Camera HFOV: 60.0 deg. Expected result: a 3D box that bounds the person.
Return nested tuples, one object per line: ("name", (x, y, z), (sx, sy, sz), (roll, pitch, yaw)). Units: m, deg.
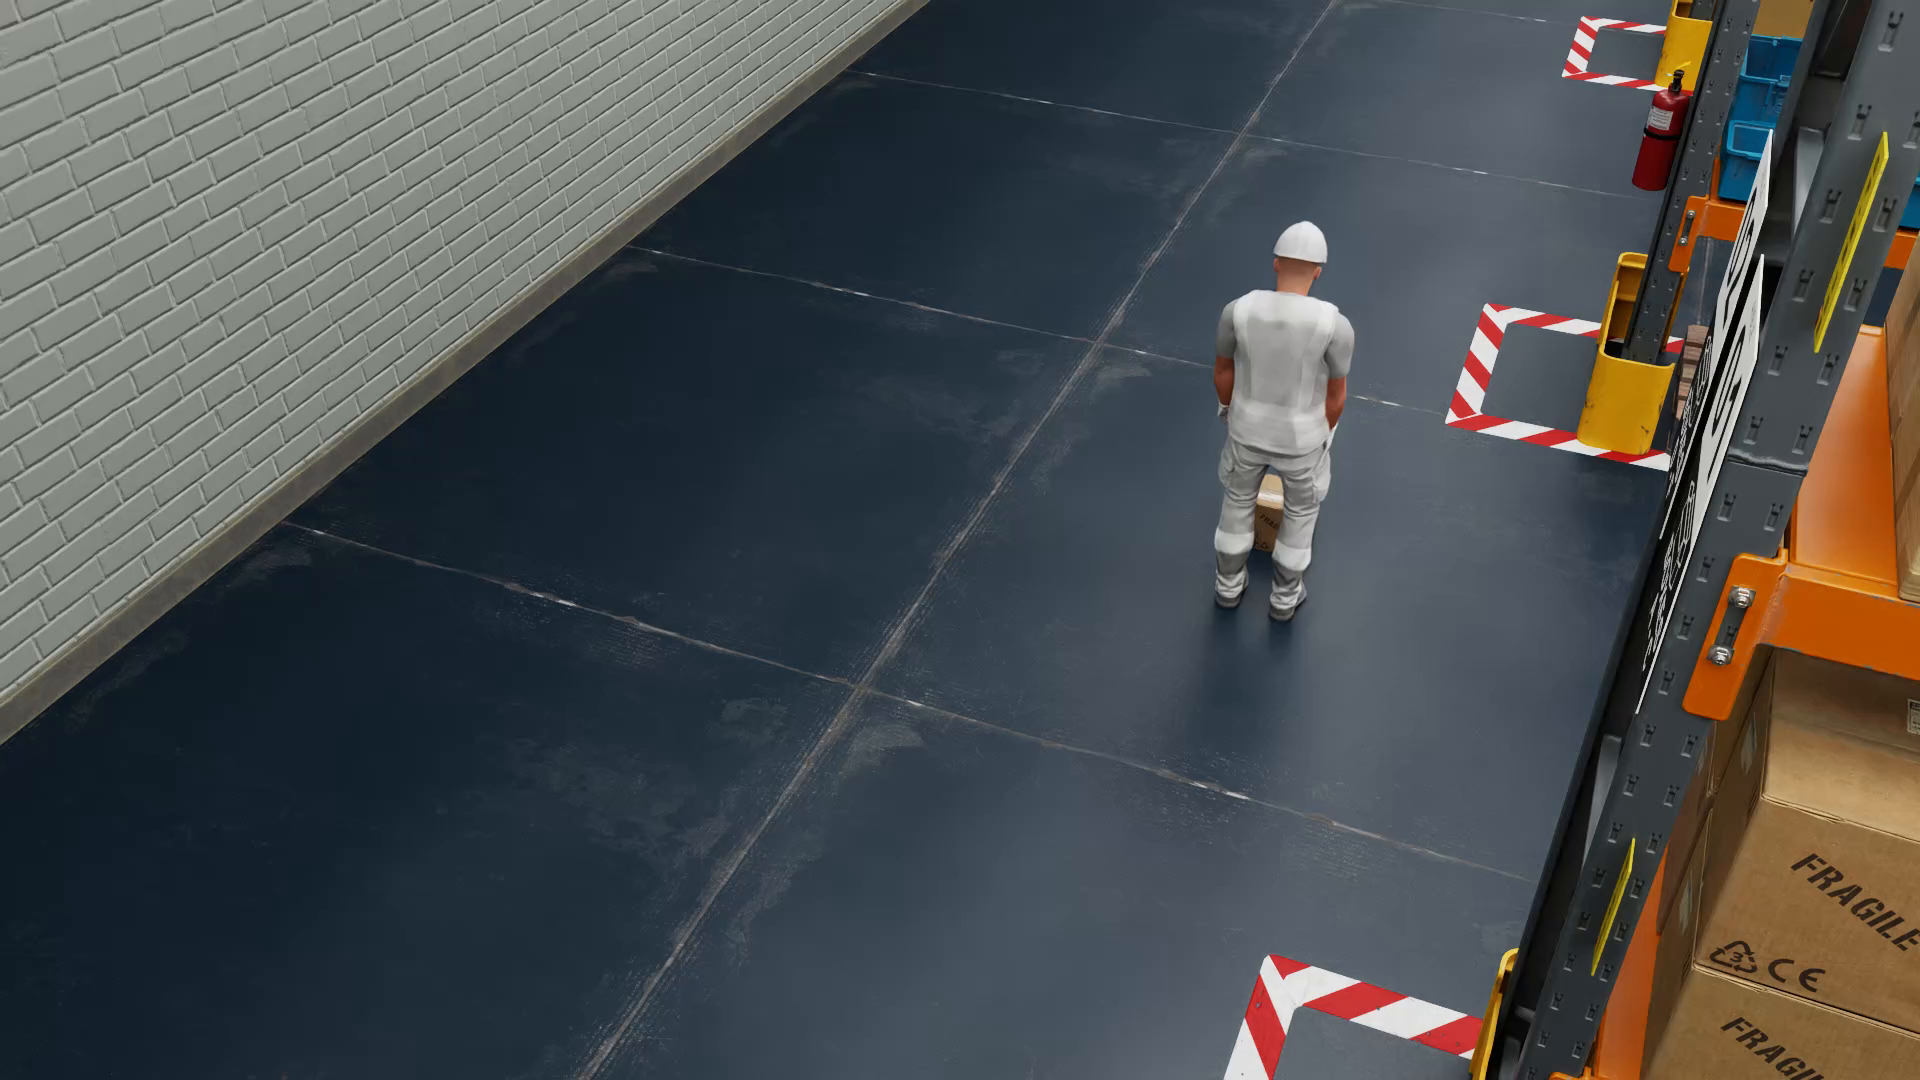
("person", (1.279, -0.460, 6.769), (0.538, 1.751, 0.428), (15, 40, 19))
